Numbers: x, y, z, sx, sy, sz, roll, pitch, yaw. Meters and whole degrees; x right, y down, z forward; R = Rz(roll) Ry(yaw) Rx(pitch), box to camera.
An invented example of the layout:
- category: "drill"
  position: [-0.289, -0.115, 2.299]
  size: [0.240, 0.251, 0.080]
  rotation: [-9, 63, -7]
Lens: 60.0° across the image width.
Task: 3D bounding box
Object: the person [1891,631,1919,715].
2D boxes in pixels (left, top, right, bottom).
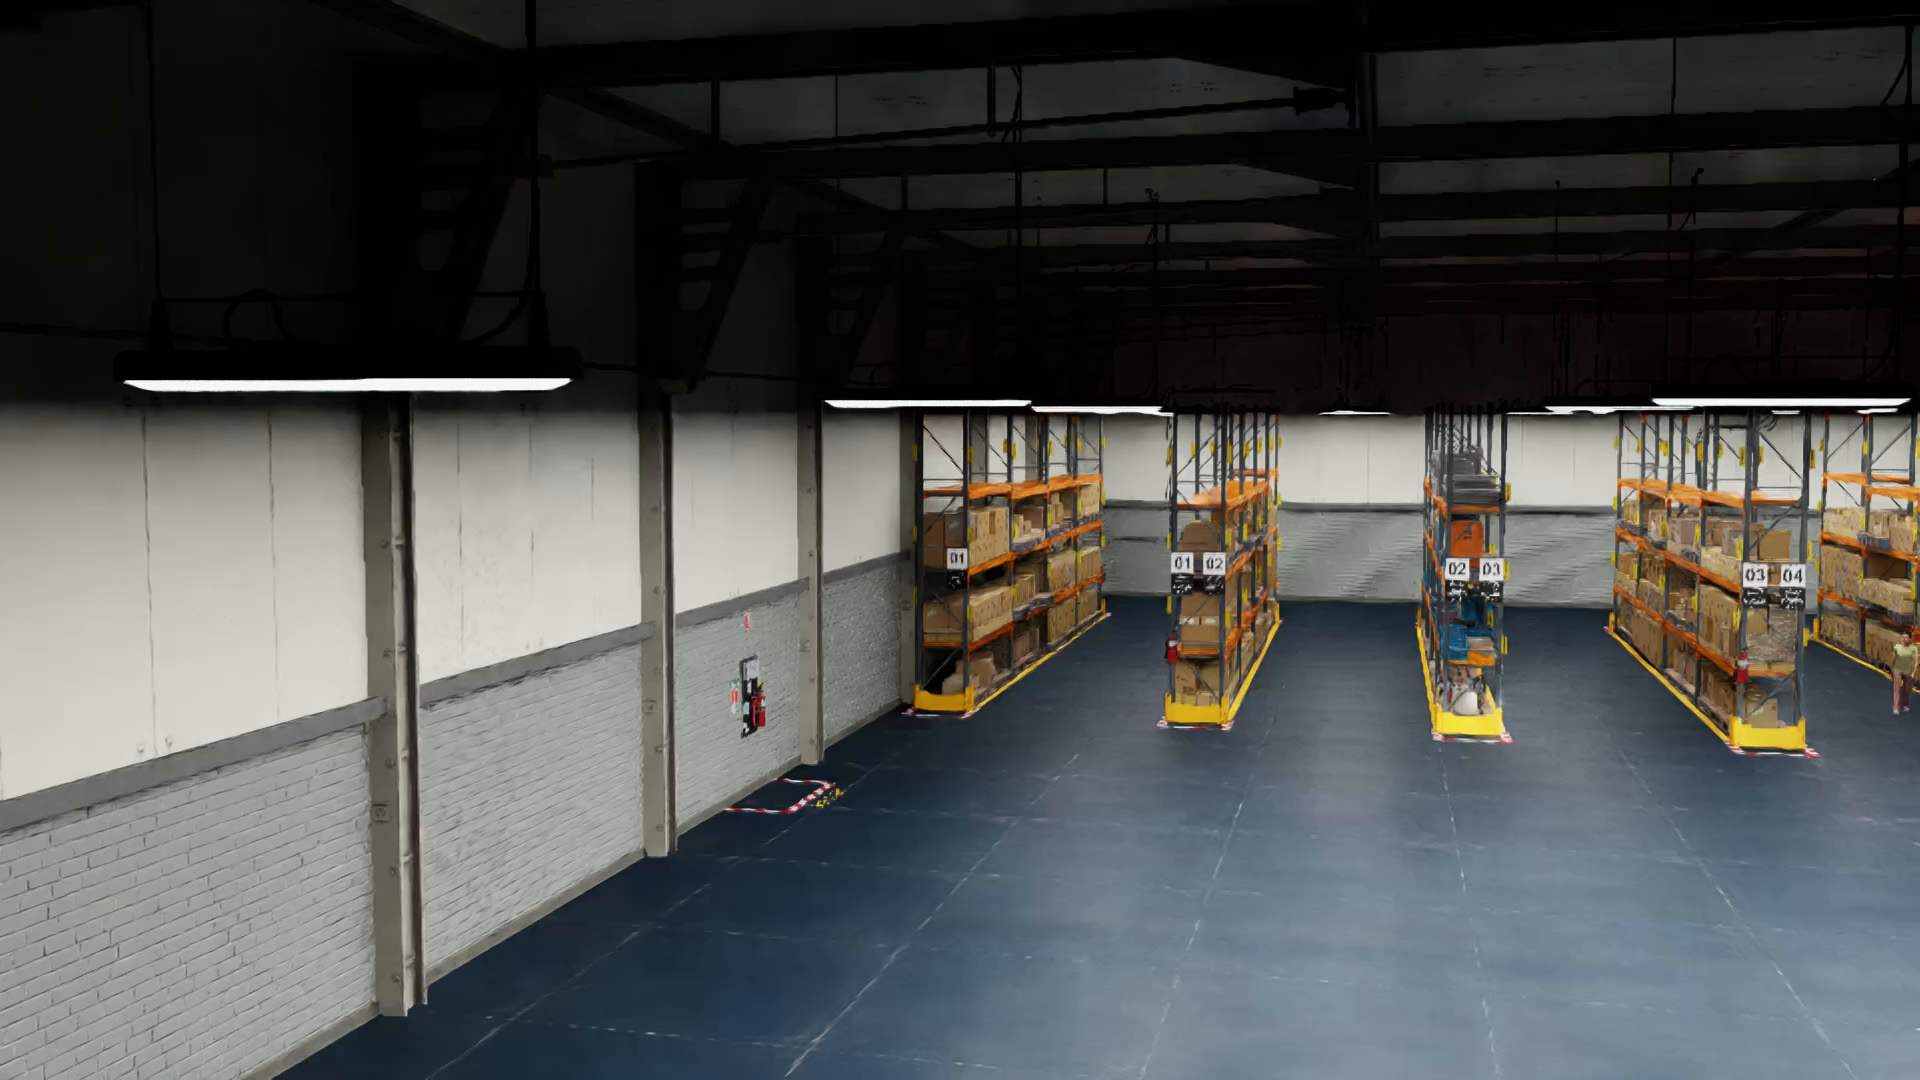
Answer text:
- category: "person"
  position: [18.175, 2.540, 31.987]
  size: [0.448, 1.601, 1.005]
  rotation: [2, 5, 25]
